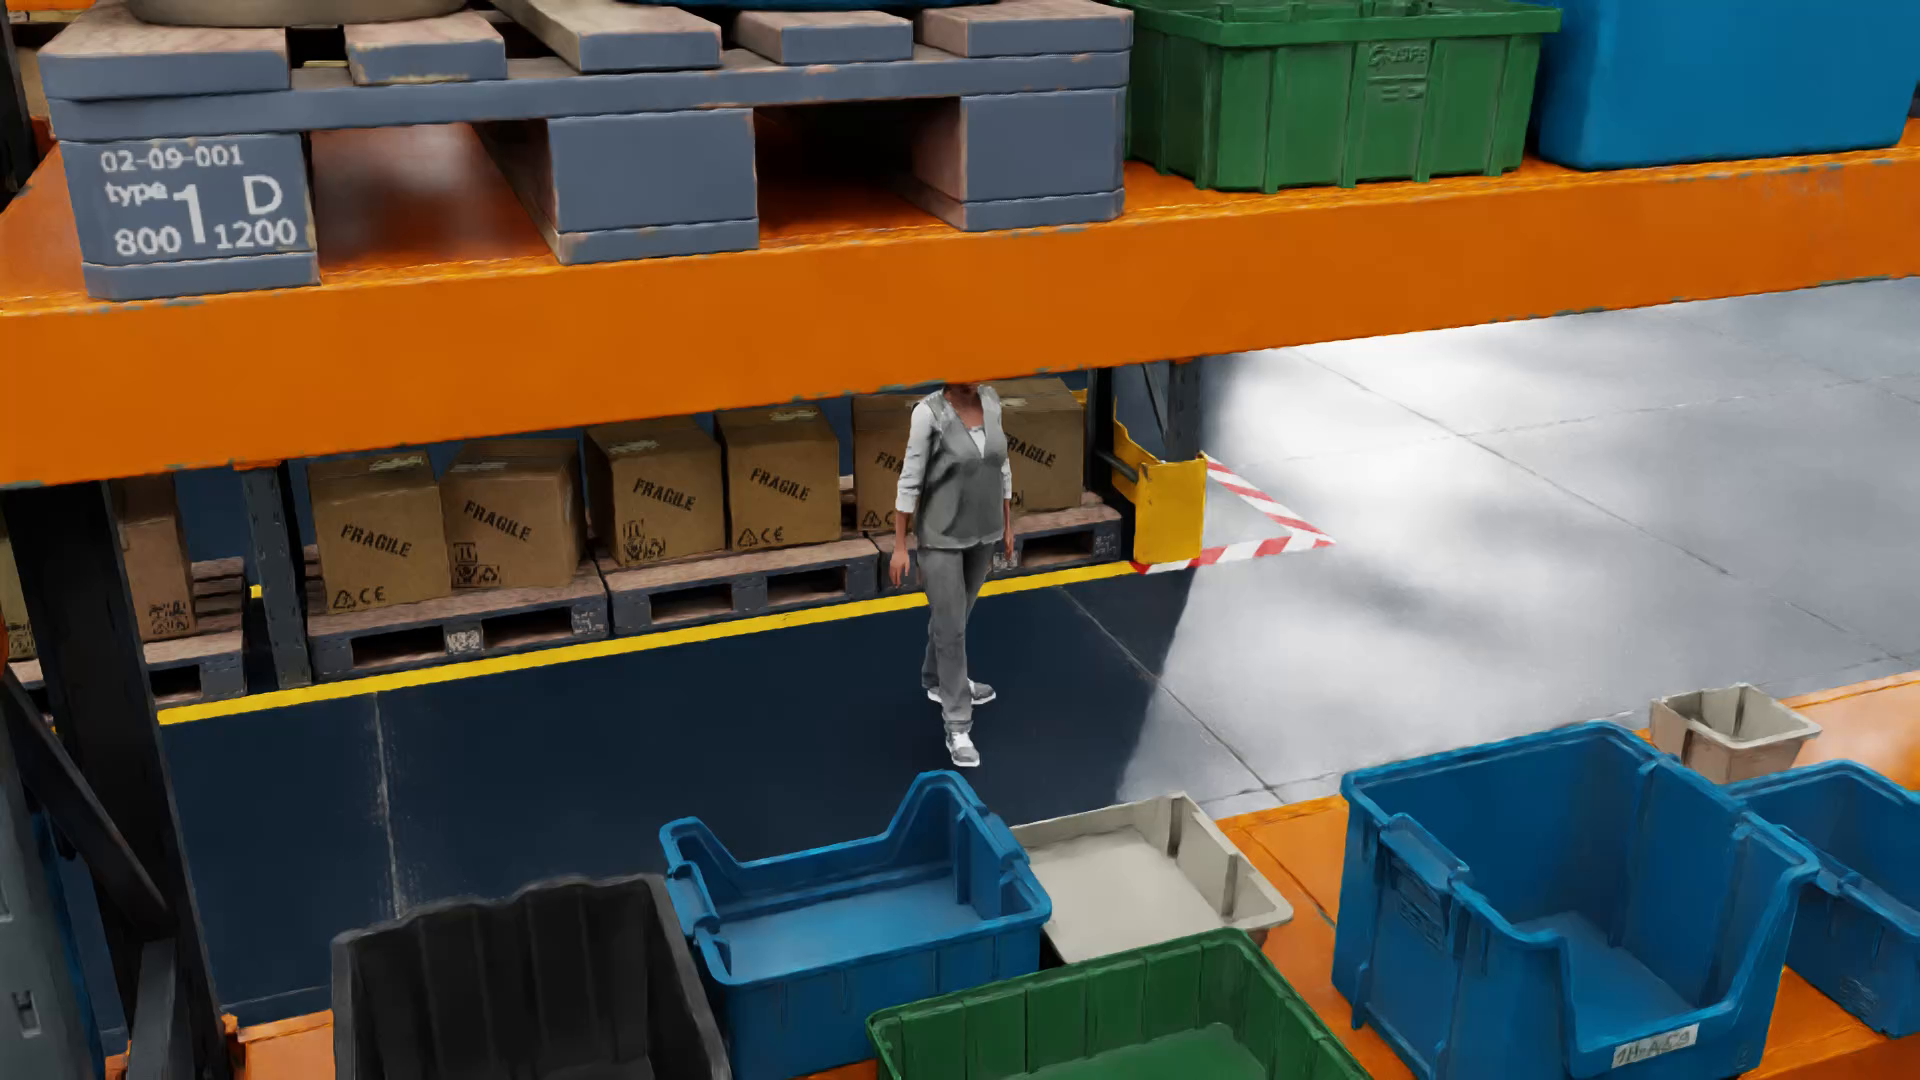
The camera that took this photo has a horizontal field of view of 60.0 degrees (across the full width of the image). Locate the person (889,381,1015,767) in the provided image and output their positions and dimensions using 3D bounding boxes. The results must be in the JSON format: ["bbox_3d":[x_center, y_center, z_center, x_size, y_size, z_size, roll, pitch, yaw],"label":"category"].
[{"bbox_3d":[-0.009,0.002,6.071,0.543,1.582,0.576,-18,29,-36],"label":"person"}]
